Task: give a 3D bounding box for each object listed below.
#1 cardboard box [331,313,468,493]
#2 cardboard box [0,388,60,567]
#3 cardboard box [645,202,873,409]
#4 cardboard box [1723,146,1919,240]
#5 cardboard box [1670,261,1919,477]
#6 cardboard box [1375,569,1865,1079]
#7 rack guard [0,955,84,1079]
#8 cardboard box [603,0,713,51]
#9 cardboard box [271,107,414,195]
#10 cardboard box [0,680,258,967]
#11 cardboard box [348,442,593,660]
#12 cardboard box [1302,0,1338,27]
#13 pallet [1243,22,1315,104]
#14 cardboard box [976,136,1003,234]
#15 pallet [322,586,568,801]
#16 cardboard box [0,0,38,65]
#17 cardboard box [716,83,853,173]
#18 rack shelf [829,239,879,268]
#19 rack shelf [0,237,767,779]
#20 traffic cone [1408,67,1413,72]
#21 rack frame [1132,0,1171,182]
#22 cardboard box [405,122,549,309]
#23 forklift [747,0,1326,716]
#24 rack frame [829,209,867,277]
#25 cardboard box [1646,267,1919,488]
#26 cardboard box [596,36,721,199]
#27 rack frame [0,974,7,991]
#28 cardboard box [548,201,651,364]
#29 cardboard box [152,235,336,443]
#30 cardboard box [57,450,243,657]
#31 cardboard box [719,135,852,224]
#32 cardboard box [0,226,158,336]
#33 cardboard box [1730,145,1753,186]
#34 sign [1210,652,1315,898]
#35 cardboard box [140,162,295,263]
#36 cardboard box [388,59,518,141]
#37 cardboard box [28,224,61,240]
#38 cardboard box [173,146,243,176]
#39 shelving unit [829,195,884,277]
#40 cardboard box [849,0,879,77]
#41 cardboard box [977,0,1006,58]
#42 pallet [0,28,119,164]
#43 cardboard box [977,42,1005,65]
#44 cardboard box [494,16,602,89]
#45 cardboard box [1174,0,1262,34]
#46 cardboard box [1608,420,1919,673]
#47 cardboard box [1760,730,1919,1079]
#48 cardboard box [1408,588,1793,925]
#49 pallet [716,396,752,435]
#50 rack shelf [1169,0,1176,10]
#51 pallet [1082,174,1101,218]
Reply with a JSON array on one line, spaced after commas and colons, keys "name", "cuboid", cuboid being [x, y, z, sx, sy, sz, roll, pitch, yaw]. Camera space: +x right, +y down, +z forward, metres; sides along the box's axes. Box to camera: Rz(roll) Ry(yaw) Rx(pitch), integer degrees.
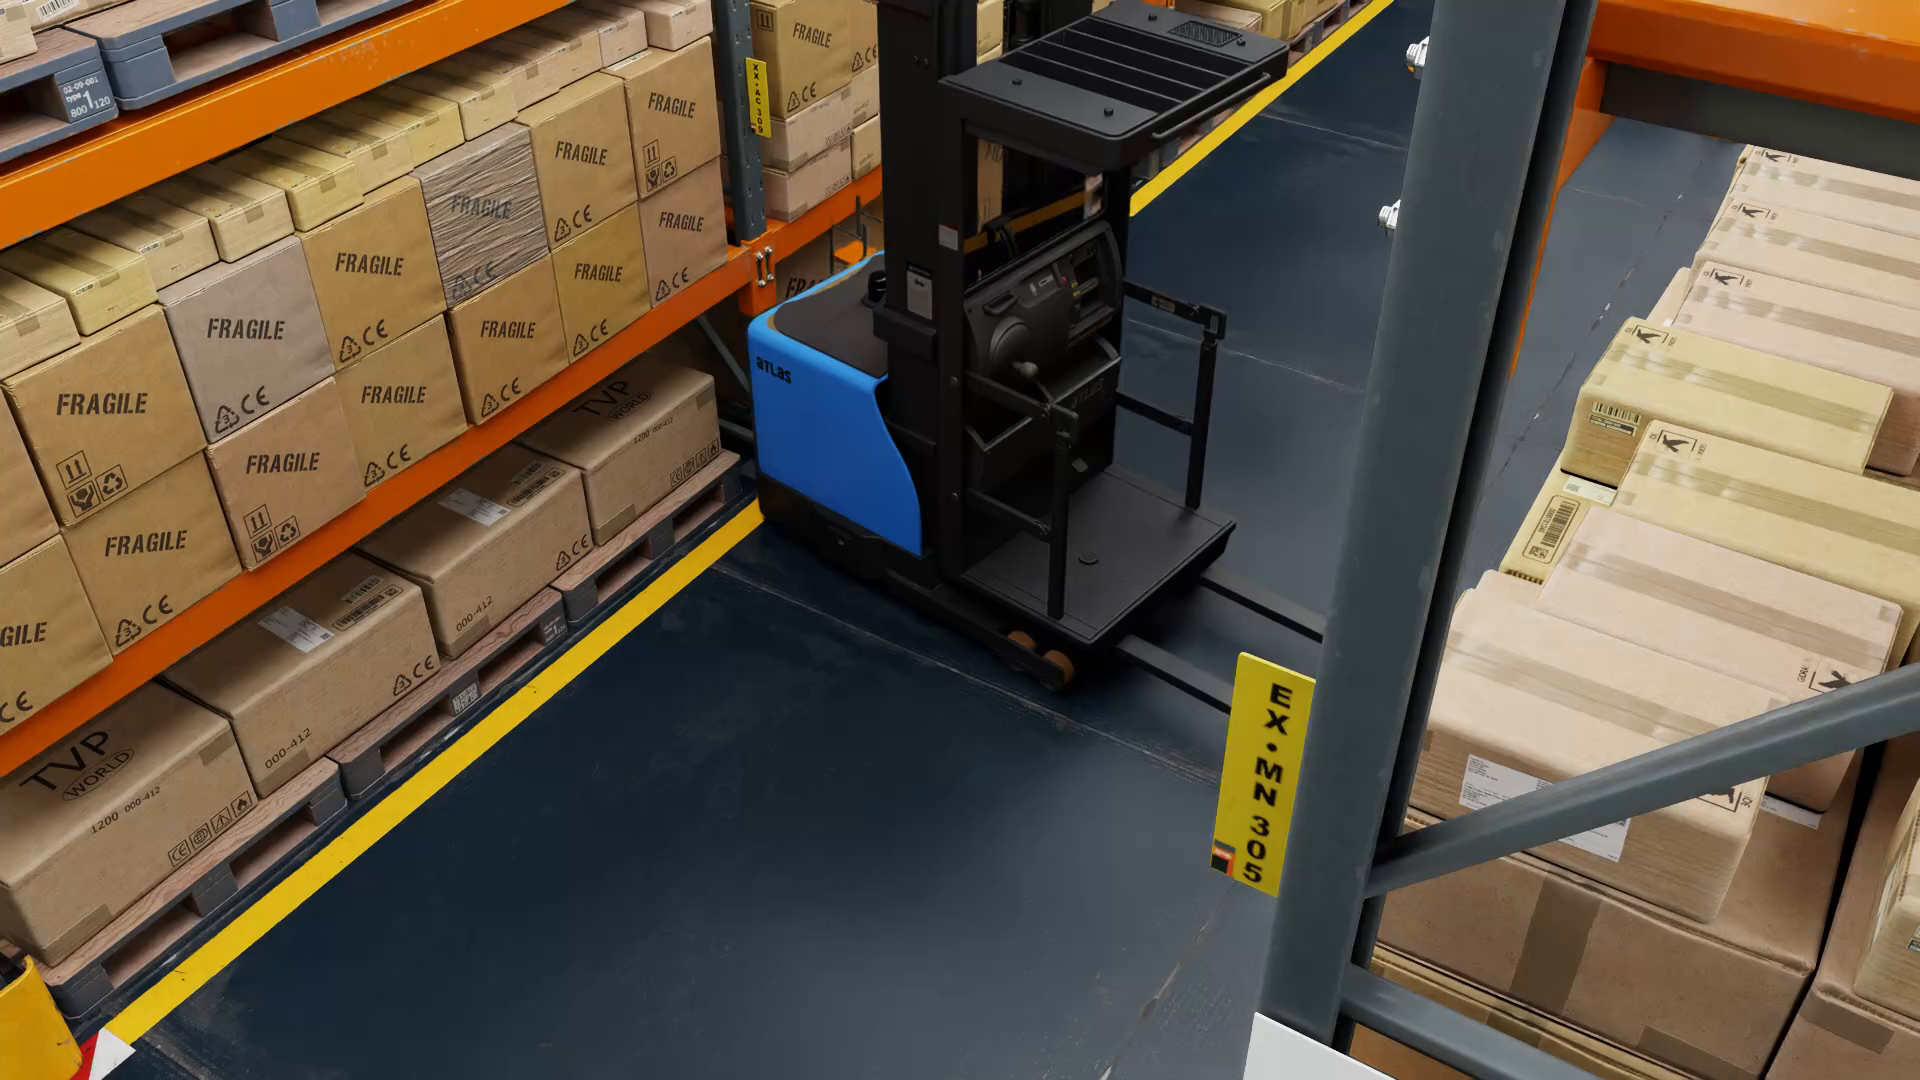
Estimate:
[{"name": "cardboard box", "cuboid": [-2.159, -0.560, 5.938, 0.500, 0.500, 0.500, 23, 43, 27]}, {"name": "cardboard box", "cuboid": [-2.951, -0.167, 4.609, 0.500, 0.500, 0.500, 20, 42, 24]}, {"name": "cardboard box", "cuboid": [-1.041, -1.310, 8.389, 0.875, 0.875, 0.875, 23, 43, 26]}, {"name": "cardboard box", "cuboid": [1.558, -0.548, 2.934, 0.380, 0.149, 0.250, 20, 42, 24]}, {"name": "cardboard box", "cuboid": [1.304, -0.272, 2.576, 0.380, 0.149, 0.250, 20, 42, 24]}, {"name": "cardboard box", "cuboid": [0.817, 0.343, 2.105, 0.500, 0.250, 0.500, 20, 42, 24]}, {"name": "rack guard", "cuboid": [-3.461, 1.425, 5.492, 1.175, 0.500, 0.348, 21, 42, 25]}, {"name": "cardboard box", "cuboid": [-1.202, -2.069, 6.545, 0.380, 0.149, 0.250, 20, 42, 24]}, {"name": "cardboard box", "cuboid": [-2.059, -1.299, 5.546, 0.380, 0.149, 0.250, 21, 42, 25]}, {"name": "cardboard box", "cuboid": [-3.179, 0.898, 5.882, 0.875, 0.438, 0.875, 20, 42, 24]}, {"name": "cardboard box", "cuboid": [-2.211, -0.041, 7.100, 0.875, 0.438, 0.875, 20, 42, 24]}, {"name": "cardboard box", "cuboid": [2.319, -4.246, 12.609, 0.950, 0.372, 0.625, 24, 44, 28]}, {"name": "pallet", "cuboid": [1.912, -3.626, 12.280, 1.003, 0.211, 1.213, 21, 42, 25]}, {"name": "cardboard box", "cuboid": [-0.084, -2.239, 9.594, 0.875, 0.875, 0.875, 22, 43, 26]}, {"name": "pallet", "cuboid": [-2.432, 0.463, 6.976, 1.003, 0.211, 1.213, 21, 42, 25]}, {"name": "cardboard box", "cuboid": [-2.671, -1.357, 4.377, 0.380, 0.149, 0.250, 23, 43, 27]}, {"name": "cardboard box", "cuboid": [-0.832, -1.912, 7.487, 0.500, 0.250, 0.500, 20, 42, 24]}, {"name": "rack shelf", "cuboid": [-0.467, -1.314, 7.910, 0.258, 0.103, 0.180, 30, 47, 29]}, {"name": "rack shelf", "cuboid": [-2.377, -0.323, 6.302, 1.077, 0.370, 4.000, 21, 42, 25]}, {"name": "traffic cone", "cuboid": [3.498, -3.662, 12.121, 0.336, 0.463, 0.334, 21, 42, 25]}, {"name": "rack frame", "cuboid": [0.838, -3.701, 10.094, 1.000, 3.000, 0.127, 21, 42, 25]}, {"name": "cardboard box", "cuboid": [-1.869, -1.217, 5.971, 0.500, 0.500, 0.500, 22, 43, 26]}, {"name": "forklift", "cuboid": [0.505, -0.899, 6.516, 3.031, 2.935, 1.130, 27, 45, 31]}, {"name": "rack frame", "cuboid": [-0.536, -1.028, 8.057, 0.240, 1.200, 0.006, 30, 47, 29]}, {"name": "cardboard box", "cuboid": [1.367, -0.185, 2.789, 0.500, 0.250, 0.500, 22, 43, 26]}, {"name": "cardboard box", "cuboid": [-1.325, -1.741, 6.651, 0.500, 0.500, 0.500, 21, 42, 25]}, {"name": "rack frame", "cuboid": [-3.448, 0.423, 4.745, 1.000, 3.000, 0.127, 21, 42, 25]}, {"name": "cardboard box", "cuboid": [-1.609, -1.089, 6.624, 0.500, 0.500, 0.500, 20, 42, 24]}, {"name": "cardboard box", "cuboid": [-2.411, -0.704, 5.305, 0.500, 0.500, 0.500, 21, 42, 25]}, {"name": "cardboard box", "cuboid": [-2.701, -0.040, 5.263, 0.500, 0.500, 0.500, 21, 42, 25]}, {"name": "cardboard box", "cuboid": [-0.847, -1.720, 7.648, 0.500, 0.250, 0.500, 20, 42, 24]}, {"name": "cardboard box", "cuboid": [-2.582, -0.759, 4.845, 0.380, 0.149, 0.250, 20, 42, 24]}, {"name": "cardboard box", "cuboid": [1.916, -0.719, 3.482, 0.500, 0.250, 0.500, 22, 43, 26]}, {"name": "sign", "cuboid": [0.328, 0.259, 1.775, 0.100, 0.325, 0.005, 21, 42, 25]}, {"name": "cardboard box", "cuboid": [-2.317, -1.026, 5.192, 0.380, 0.149, 0.250, 22, 43, 26]}, {"name": "cardboard box", "cuboid": [-1.801, -1.566, 5.892, 0.380, 0.149, 0.250, 21, 42, 25]}, {"name": "cardboard box", "cuboid": [-2.873, -1.047, 5.220, 0.380, 0.149, 0.250, 21, 42, 25]}, {"name": "cardboard box", "cuboid": [-2.631, -1.325, 5.580, 0.380, 0.149, 0.250, 23, 43, 26]}, {"name": "shelving unit", "cuboid": [-0.476, -1.071, 8.111, 0.258, 1.200, 0.189, 30, 47, 29]}, {"name": "cardboard box", "cuboid": [-0.578, -2.479, 7.608, 0.500, 0.500, 0.500, 21, 42, 25]}, {"name": "cardboard box", "cuboid": [-0.014, -2.703, 8.513, 0.500, 0.250, 0.500, 20, 42, 24]}, {"name": "pallet", "cuboid": [-3.060, -1.116, 4.356, 1.003, 0.211, 1.213, 21, 42, 25]}, {"name": "cardboard box", "cuboid": [-0.007, -2.501, 8.661, 0.500, 0.250, 0.500, 20, 42, 24]}, {"name": "cardboard box", "cuboid": [-1.576, -1.843, 6.252, 0.380, 0.149, 0.250, 21, 42, 25]}, {"name": "cardboard box", "cuboid": [1.537, -3.498, 11.639, 0.950, 0.372, 0.625, 20, 42, 24]}, {"name": "cardboard box", "cuboid": [1.067, 0.010, 2.210, 0.380, 0.149, 0.250, 20, 42, 24]}, {"name": "cardboard box", "cuboid": [1.245, 0.517, 1.879, 0.500, 0.250, 0.500, 22, 43, 26]}, {"name": "cardboard box", "cuboid": [0.715, 0.238, 1.914, 0.380, 0.149, 0.250, 21, 42, 25]}, {"name": "pallet", "cuboid": [-0.956, -0.957, 8.819, 1.003, 0.211, 1.213, 21, 42, 25]}, {"name": "rack shelf", "cuboid": [1.909, -4.447, 11.652, 1.077, 0.370, 4.000, 21, 42, 25]}, {"name": "pallet", "cuboid": [0.352, -2.215, 10.451, 1.003, 0.211, 1.213, 21, 42, 25]}]
